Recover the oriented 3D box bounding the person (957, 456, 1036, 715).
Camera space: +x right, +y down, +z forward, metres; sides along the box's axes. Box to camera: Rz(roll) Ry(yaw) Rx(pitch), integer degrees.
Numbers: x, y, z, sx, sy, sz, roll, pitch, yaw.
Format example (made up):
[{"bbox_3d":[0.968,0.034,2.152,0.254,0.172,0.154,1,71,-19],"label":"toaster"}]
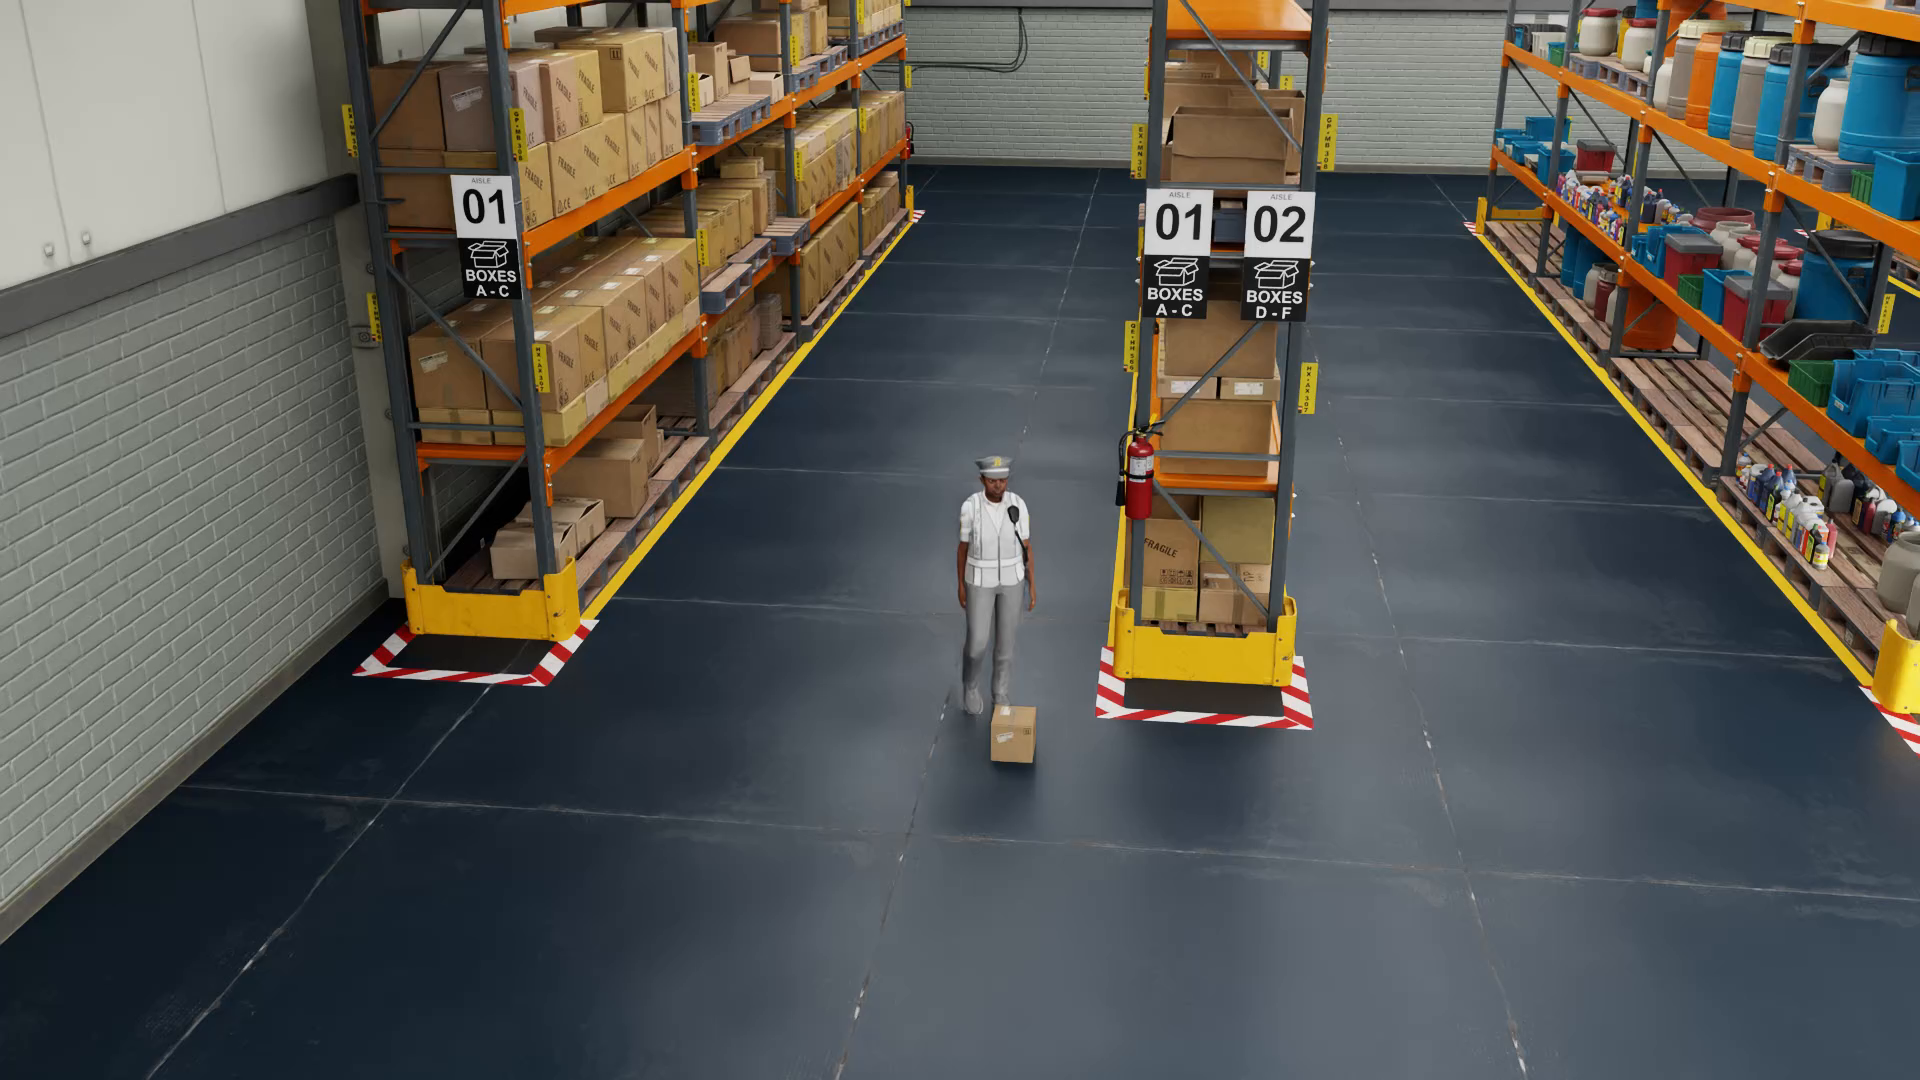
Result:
[{"bbox_3d":[0.232,0.296,10.296,0.465,1.713,0.410,-4,22,-10],"label":"person"}]
